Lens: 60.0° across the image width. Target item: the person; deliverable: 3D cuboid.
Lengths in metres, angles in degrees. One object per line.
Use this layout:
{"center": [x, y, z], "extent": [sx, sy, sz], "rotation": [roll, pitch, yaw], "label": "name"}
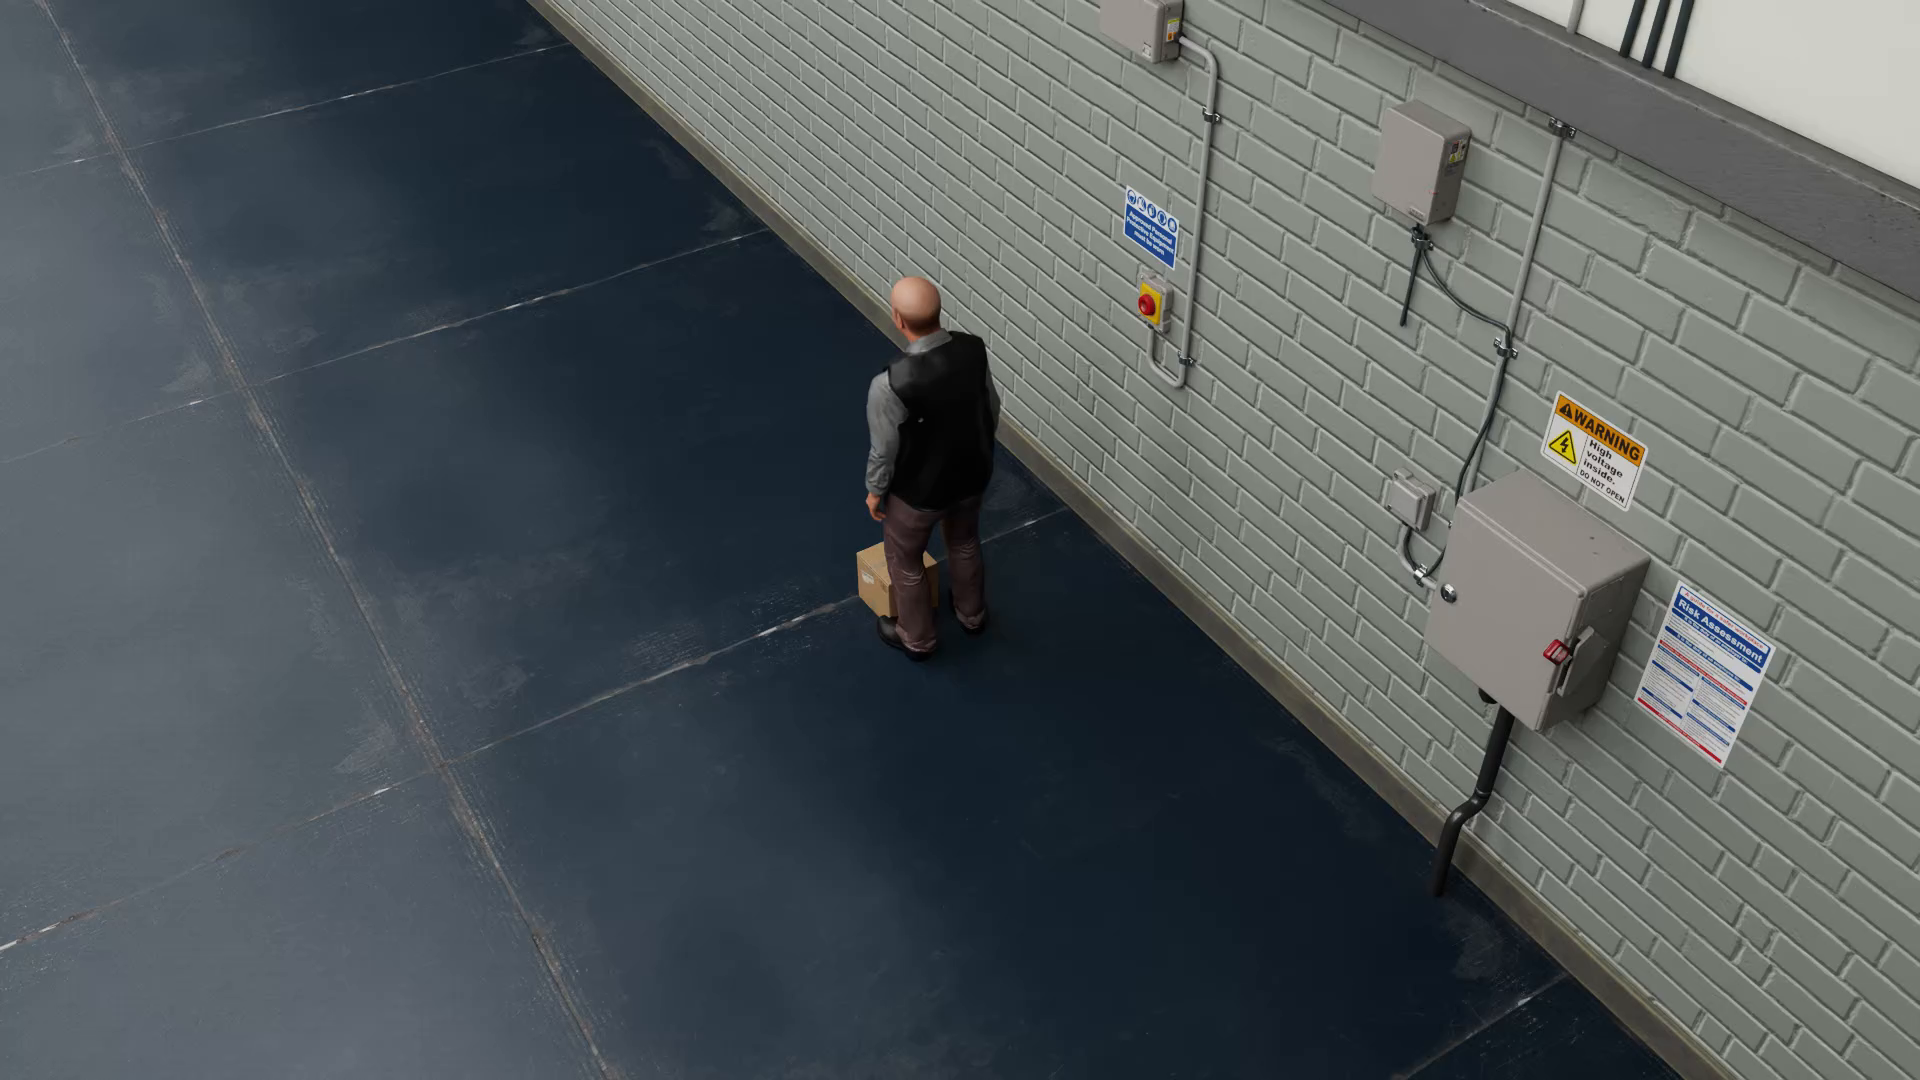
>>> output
{"center": [-0.100, -0.240, 6.457], "extent": [0.581, 1.720, 0.420], "rotation": [-24, 46, -26], "label": "person"}
